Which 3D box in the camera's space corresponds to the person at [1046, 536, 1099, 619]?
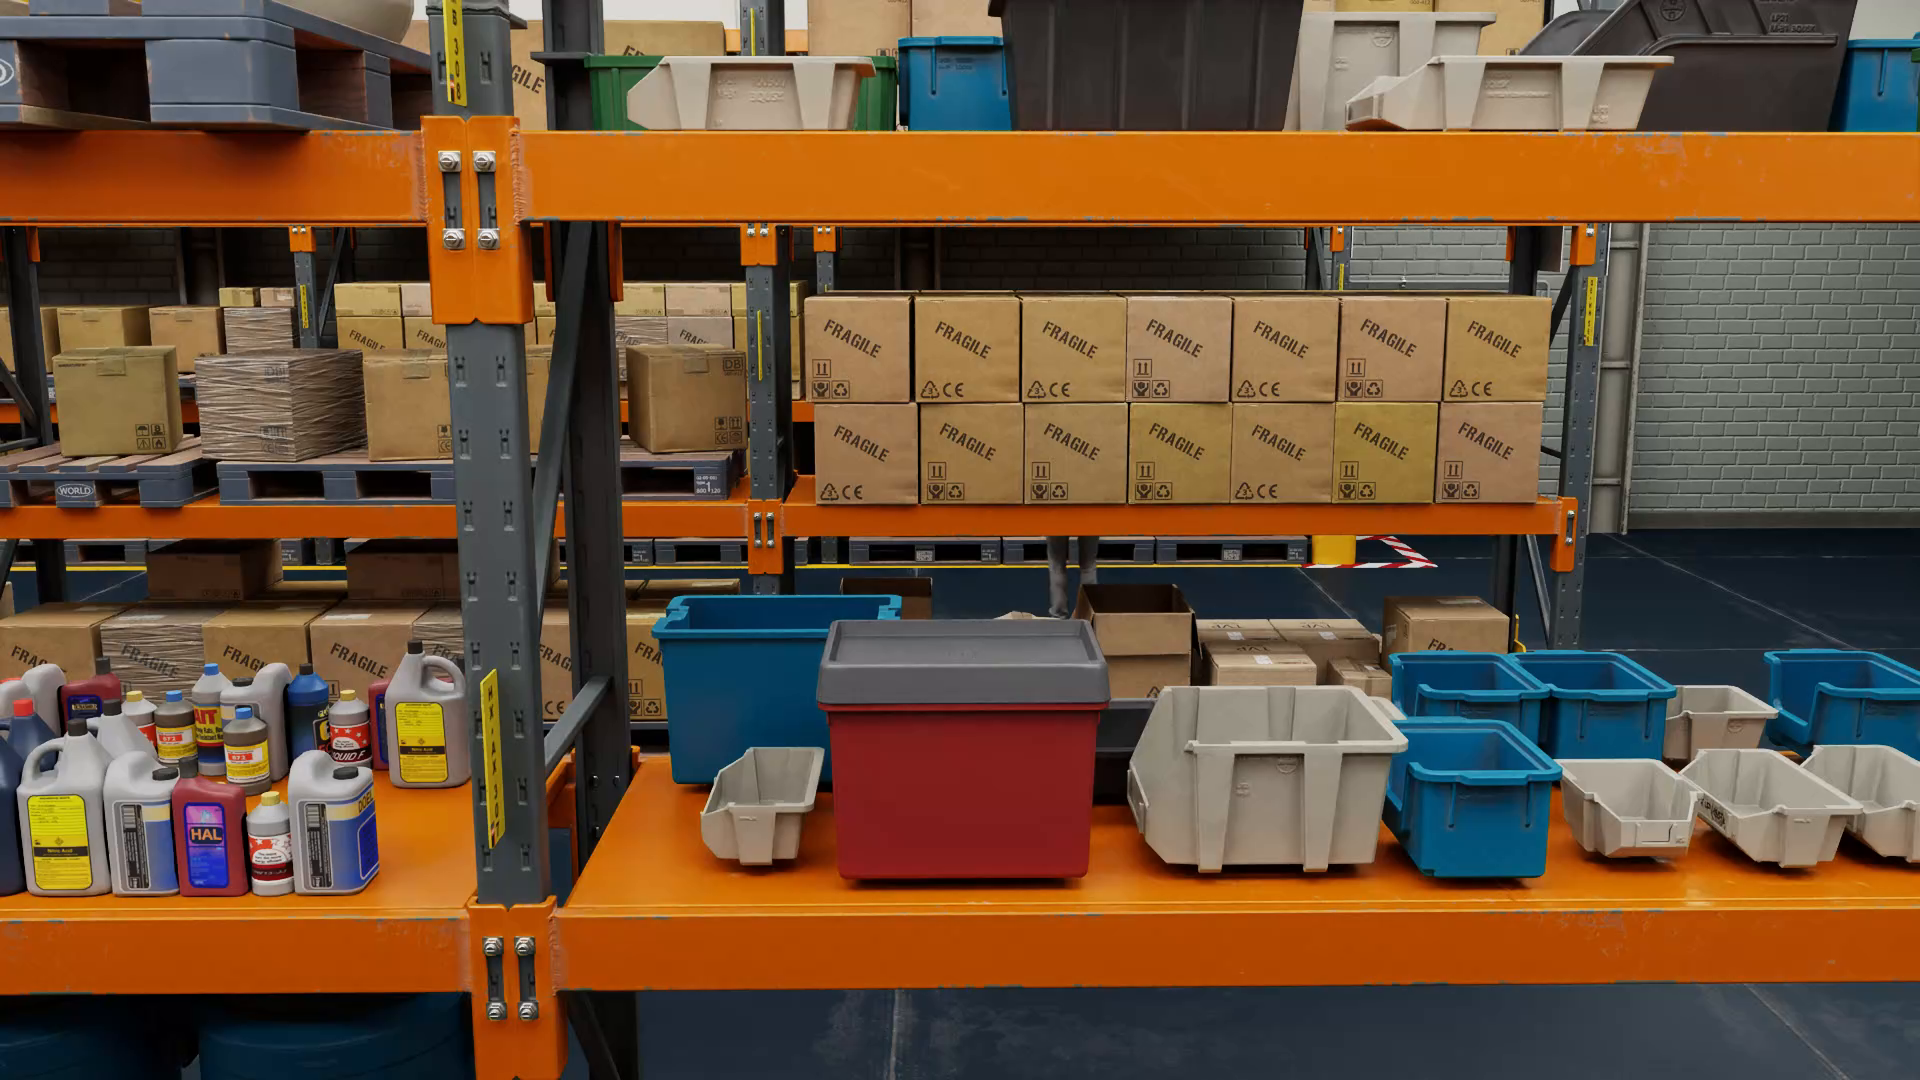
[{"bbox_3d":[0.732,-0.185,10.948,0.408,1.589,0.498,0,11,-1],"label":"person"}]
